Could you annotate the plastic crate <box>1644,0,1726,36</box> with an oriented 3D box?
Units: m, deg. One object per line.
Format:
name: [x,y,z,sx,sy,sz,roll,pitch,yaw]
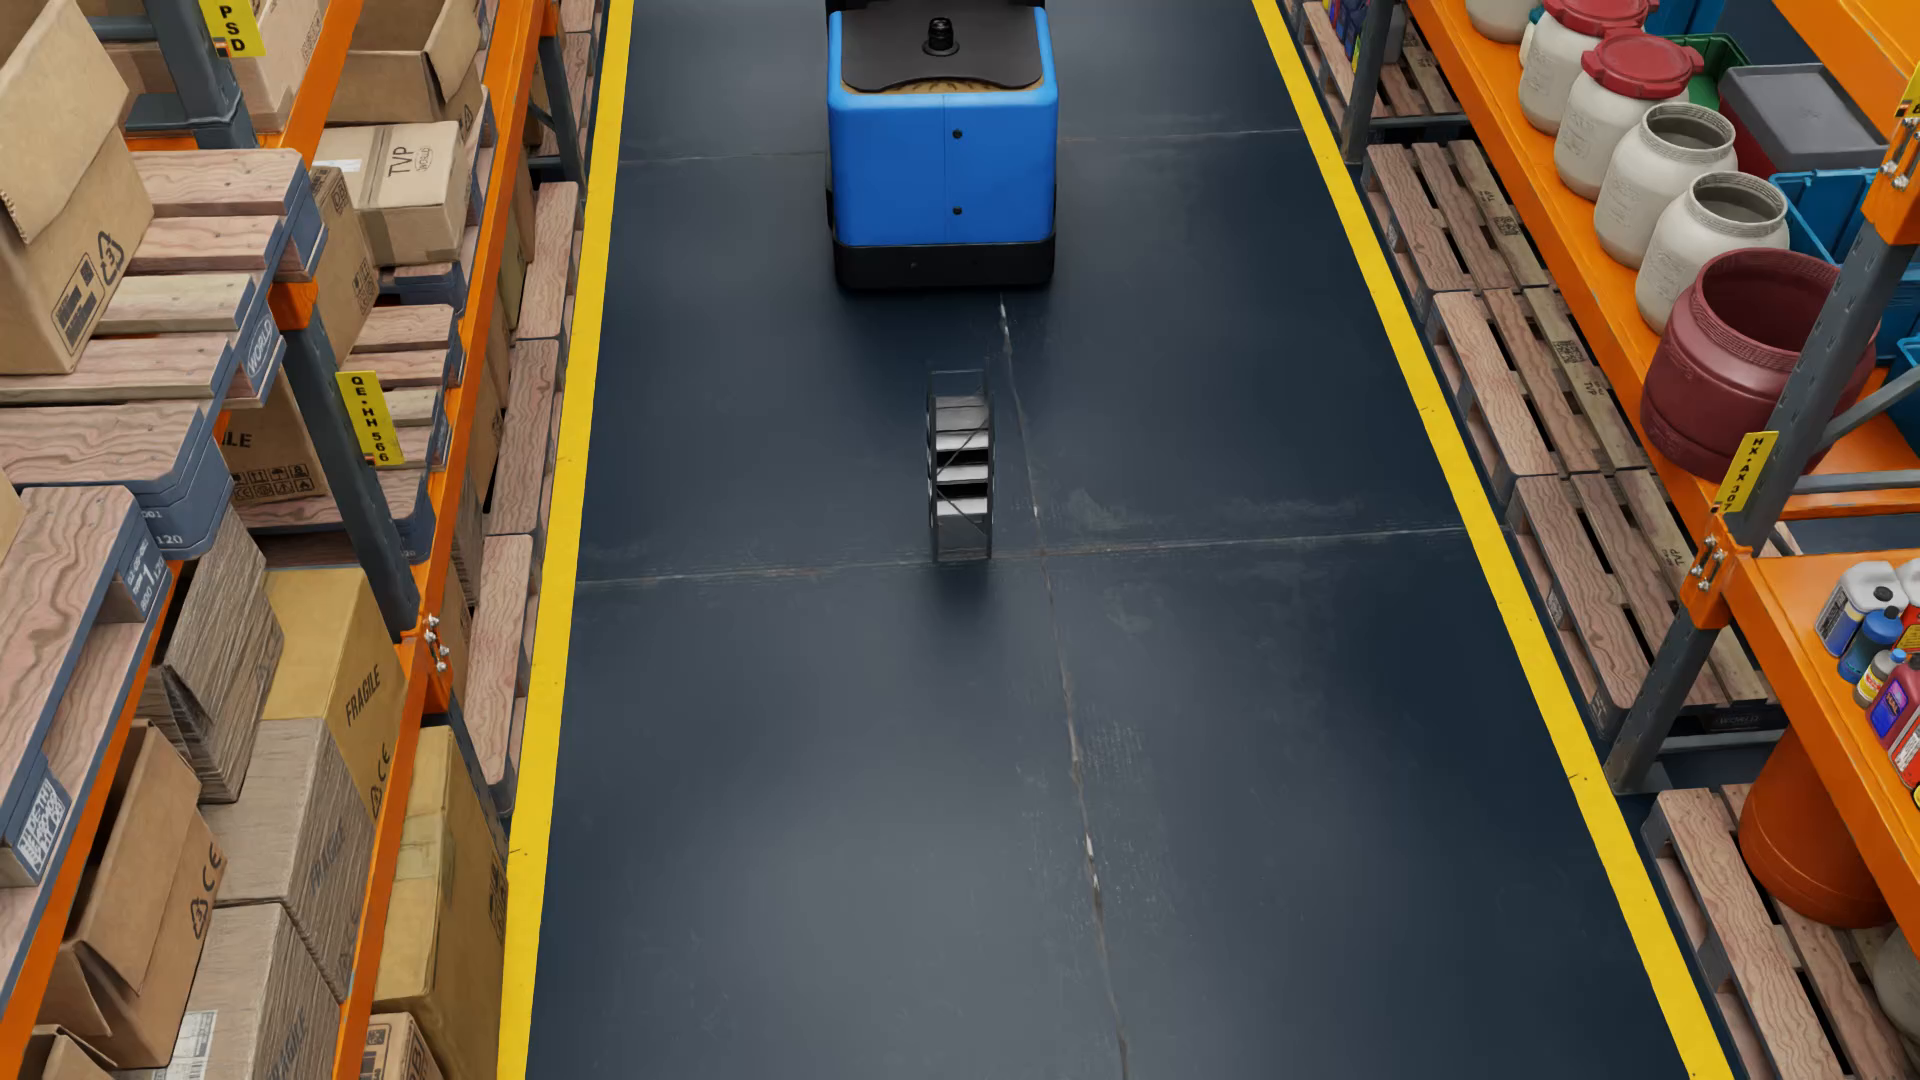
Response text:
plastic crate: [2.921,-2.289,6.999,0.392,0.384,0.575,-3,47,-3]

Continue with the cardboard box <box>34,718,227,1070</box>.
cardboard box: [-1.985,0.744,3.356,0.797,0.503,0.637,-3,47,-2]

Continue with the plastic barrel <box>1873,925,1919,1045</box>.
plastic barrel: [3.048,1.288,5.025,0.421,0.512,0.421,0,47,0]

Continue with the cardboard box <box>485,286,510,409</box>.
cardboard box: [-2.318,-0.868,7.061,0.700,0.500,0.500,-7,47,-7]

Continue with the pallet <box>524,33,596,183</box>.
pallet: [-2.508,-2.297,8.917,1.003,0.211,1.213,-3,47,-3]

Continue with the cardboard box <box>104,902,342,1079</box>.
cardboard box: [-1.711,1.166,3.648,0.500,0.500,0.500,-5,47,-5]

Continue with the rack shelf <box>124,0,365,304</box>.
rack shelf: [-2.249,-2.109,5.248,1.077,0.370,4.000,-3,47,-3]

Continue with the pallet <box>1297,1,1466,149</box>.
pallet: [2.504,-2.603,9.206,1.003,0.211,1.213,-3,47,-3]

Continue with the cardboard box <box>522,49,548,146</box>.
cardboard box: [-2.410,-2.349,8.478,0.500,0.500,0.500,-5,47,-5]

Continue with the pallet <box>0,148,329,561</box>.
pallet: [-1.975,-0.382,3.247,1.213,0.211,1.003,-2,47,-1]

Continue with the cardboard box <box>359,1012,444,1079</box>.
cardboard box: [-1.978,1.854,4.239,1.225,0.875,0.875,-3,47,-3]

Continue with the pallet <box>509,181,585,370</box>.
pallet: [-2.350,-1.250,7.925,1.003,0.211,1.213,-3,47,-3]

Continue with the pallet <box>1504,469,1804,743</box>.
pallet: [2.827,0.217,6.536,1.003,0.211,1.213,-3,47,-3]

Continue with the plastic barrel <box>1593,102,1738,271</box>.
plastic barrel: [2.519,-1.254,5.931,0.421,0.512,0.421,0,47,0]

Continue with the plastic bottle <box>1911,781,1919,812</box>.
plastic bottle: [2.572,0.628,4.306,0.061,0.283,0.133,-3,47,-3]

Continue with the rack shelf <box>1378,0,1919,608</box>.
rack shelf: [2.686,-1.379,6.622,1.077,0.370,4.000,-3,47,-3]

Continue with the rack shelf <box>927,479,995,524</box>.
rack shelf: [0.001,-0.157,6.709,0.258,0.077,0.200,-3,47,-3]

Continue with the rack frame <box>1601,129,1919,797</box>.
rack frame: [2.854,-0.179,4.990,1.000,3.000,0.127,-3,47,-3]

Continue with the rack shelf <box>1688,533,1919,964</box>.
rack shelf: [3.021,1.515,3.881,1.077,0.370,4.000,-3,47,-3]

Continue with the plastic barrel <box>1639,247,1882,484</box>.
plastic barrel: [2.513,-0.543,5.242,0.600,0.536,0.708,-3,47,-3]

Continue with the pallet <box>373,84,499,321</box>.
pallet: [-2.288,-1.242,6.129,1.003,0.211,1.213,-3,47,-3]

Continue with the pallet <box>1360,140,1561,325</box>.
pallet: [2.623,-1.549,8.208,1.003,0.211,1.213,-3,47,-3]

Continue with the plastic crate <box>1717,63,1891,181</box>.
plastic crate: [3.023,-1.389,6.092,0.402,0.464,0.583,-3,47,-3]

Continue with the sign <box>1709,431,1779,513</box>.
sign: [2.306,-0.197,4.895,0.100,0.325,0.005,-3,47,-3]

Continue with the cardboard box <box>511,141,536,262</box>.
cardboard box: [-2.387,-1.619,7.772,0.700,0.500,0.500,-7,47,-6]

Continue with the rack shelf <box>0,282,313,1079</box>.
rack shelf: [-1.915,0.785,2.507,1.077,0.370,4.000,-3,47,-3]

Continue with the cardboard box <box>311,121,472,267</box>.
cardboard box: [-1.993,-1.198,5.769,0.500,0.250,0.500,-5,47,-4]

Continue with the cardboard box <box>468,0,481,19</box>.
cardboard box: [-2.490,-2.540,6.523,1.000,1.000,1.000,-3,47,-3]

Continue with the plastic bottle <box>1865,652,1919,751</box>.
plastic bottle: [2.550,0.434,4.490,0.061,0.283,0.133,-3,47,-3]

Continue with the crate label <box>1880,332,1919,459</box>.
crate label: [3.192,-0.449,5.361,0.303,0.233,0.416,-3,47,-3]

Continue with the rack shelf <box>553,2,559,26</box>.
rack shelf: [-2.584,-3.972,9.078,1.077,0.370,4.000,-3,47,-3]

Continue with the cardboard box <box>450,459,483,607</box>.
cardboard box: [-2.217,-0.054,6.290,0.700,0.500,0.500,-7,47,-7]

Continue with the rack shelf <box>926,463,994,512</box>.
rack shelf: [0.001,-0.219,6.644,0.258,0.077,0.200,-3,47,-3]

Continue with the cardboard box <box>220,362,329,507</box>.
cardboard box: [-2.167,-0.445,4.884,0.500,0.500,0.500,-9,47,-8]

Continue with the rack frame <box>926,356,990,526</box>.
rack frame: [-0.008,-0.377,6.624,0.240,0.900,0.006,-3,47,-3]

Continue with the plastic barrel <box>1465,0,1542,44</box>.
plastic barrel: [2.380,-2.415,7.014,0.433,0.535,0.433,0,47,0]

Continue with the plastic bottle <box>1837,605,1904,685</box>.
plastic bottle: [2.550,0.283,4.641,0.097,0.271,0.097,0,47,0]

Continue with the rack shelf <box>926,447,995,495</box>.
rack shelf: [0.001,-0.281,6.578,0.258,0.077,0.200,-3,47,-3]

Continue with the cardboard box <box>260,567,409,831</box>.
cardboard box: [-1.794,0.429,4.345,0.500,0.500,0.500,-2,47,-2]

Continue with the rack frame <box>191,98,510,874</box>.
rack frame: [-2.082,0.122,4.705,1.000,3.000,0.127,-3,47,-3]

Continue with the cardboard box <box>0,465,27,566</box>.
cardboard box: [-1.799,-0.032,2.427,0.500,0.500,0.500,-1,47,-1]

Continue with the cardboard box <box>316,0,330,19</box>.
cardboard box: [-1.910,-1.585,4.359,0.500,0.250,0.500,-2,47,-2]

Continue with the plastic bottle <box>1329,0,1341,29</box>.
plastic bottle: [2.106,-2.993,9.223,0.061,0.283,0.133,-1,47,-1]

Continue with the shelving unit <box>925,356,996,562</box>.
shelving unit: [0.001,-0.304,6.554,0.258,0.900,0.210,-3,47,-3]

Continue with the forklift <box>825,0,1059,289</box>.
forklift: [-0.134,-3.268,7.962,1.130,2.935,3.031,-2,47,-2]

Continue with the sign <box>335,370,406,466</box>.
sign: [-1.529,-0.313,4.319,0.100,0.325,0.005,-3,47,-3]

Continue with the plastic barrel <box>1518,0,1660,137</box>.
plastic barrel: [2.442,-1.884,6.511,0.433,0.535,0.433,0,47,0]

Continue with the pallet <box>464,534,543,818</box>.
pallet: [-2.146,0.515,6.253,1.003,0.211,1.213,-3,47,-3]

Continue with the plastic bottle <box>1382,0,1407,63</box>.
plastic bottle: [2.321,-2.771,8.966,0.144,0.351,0.185,-3,47,-3]

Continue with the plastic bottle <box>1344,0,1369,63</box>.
plastic bottle: [2.178,-2.762,8.958,0.144,0.351,0.185,-5,47,-4]
